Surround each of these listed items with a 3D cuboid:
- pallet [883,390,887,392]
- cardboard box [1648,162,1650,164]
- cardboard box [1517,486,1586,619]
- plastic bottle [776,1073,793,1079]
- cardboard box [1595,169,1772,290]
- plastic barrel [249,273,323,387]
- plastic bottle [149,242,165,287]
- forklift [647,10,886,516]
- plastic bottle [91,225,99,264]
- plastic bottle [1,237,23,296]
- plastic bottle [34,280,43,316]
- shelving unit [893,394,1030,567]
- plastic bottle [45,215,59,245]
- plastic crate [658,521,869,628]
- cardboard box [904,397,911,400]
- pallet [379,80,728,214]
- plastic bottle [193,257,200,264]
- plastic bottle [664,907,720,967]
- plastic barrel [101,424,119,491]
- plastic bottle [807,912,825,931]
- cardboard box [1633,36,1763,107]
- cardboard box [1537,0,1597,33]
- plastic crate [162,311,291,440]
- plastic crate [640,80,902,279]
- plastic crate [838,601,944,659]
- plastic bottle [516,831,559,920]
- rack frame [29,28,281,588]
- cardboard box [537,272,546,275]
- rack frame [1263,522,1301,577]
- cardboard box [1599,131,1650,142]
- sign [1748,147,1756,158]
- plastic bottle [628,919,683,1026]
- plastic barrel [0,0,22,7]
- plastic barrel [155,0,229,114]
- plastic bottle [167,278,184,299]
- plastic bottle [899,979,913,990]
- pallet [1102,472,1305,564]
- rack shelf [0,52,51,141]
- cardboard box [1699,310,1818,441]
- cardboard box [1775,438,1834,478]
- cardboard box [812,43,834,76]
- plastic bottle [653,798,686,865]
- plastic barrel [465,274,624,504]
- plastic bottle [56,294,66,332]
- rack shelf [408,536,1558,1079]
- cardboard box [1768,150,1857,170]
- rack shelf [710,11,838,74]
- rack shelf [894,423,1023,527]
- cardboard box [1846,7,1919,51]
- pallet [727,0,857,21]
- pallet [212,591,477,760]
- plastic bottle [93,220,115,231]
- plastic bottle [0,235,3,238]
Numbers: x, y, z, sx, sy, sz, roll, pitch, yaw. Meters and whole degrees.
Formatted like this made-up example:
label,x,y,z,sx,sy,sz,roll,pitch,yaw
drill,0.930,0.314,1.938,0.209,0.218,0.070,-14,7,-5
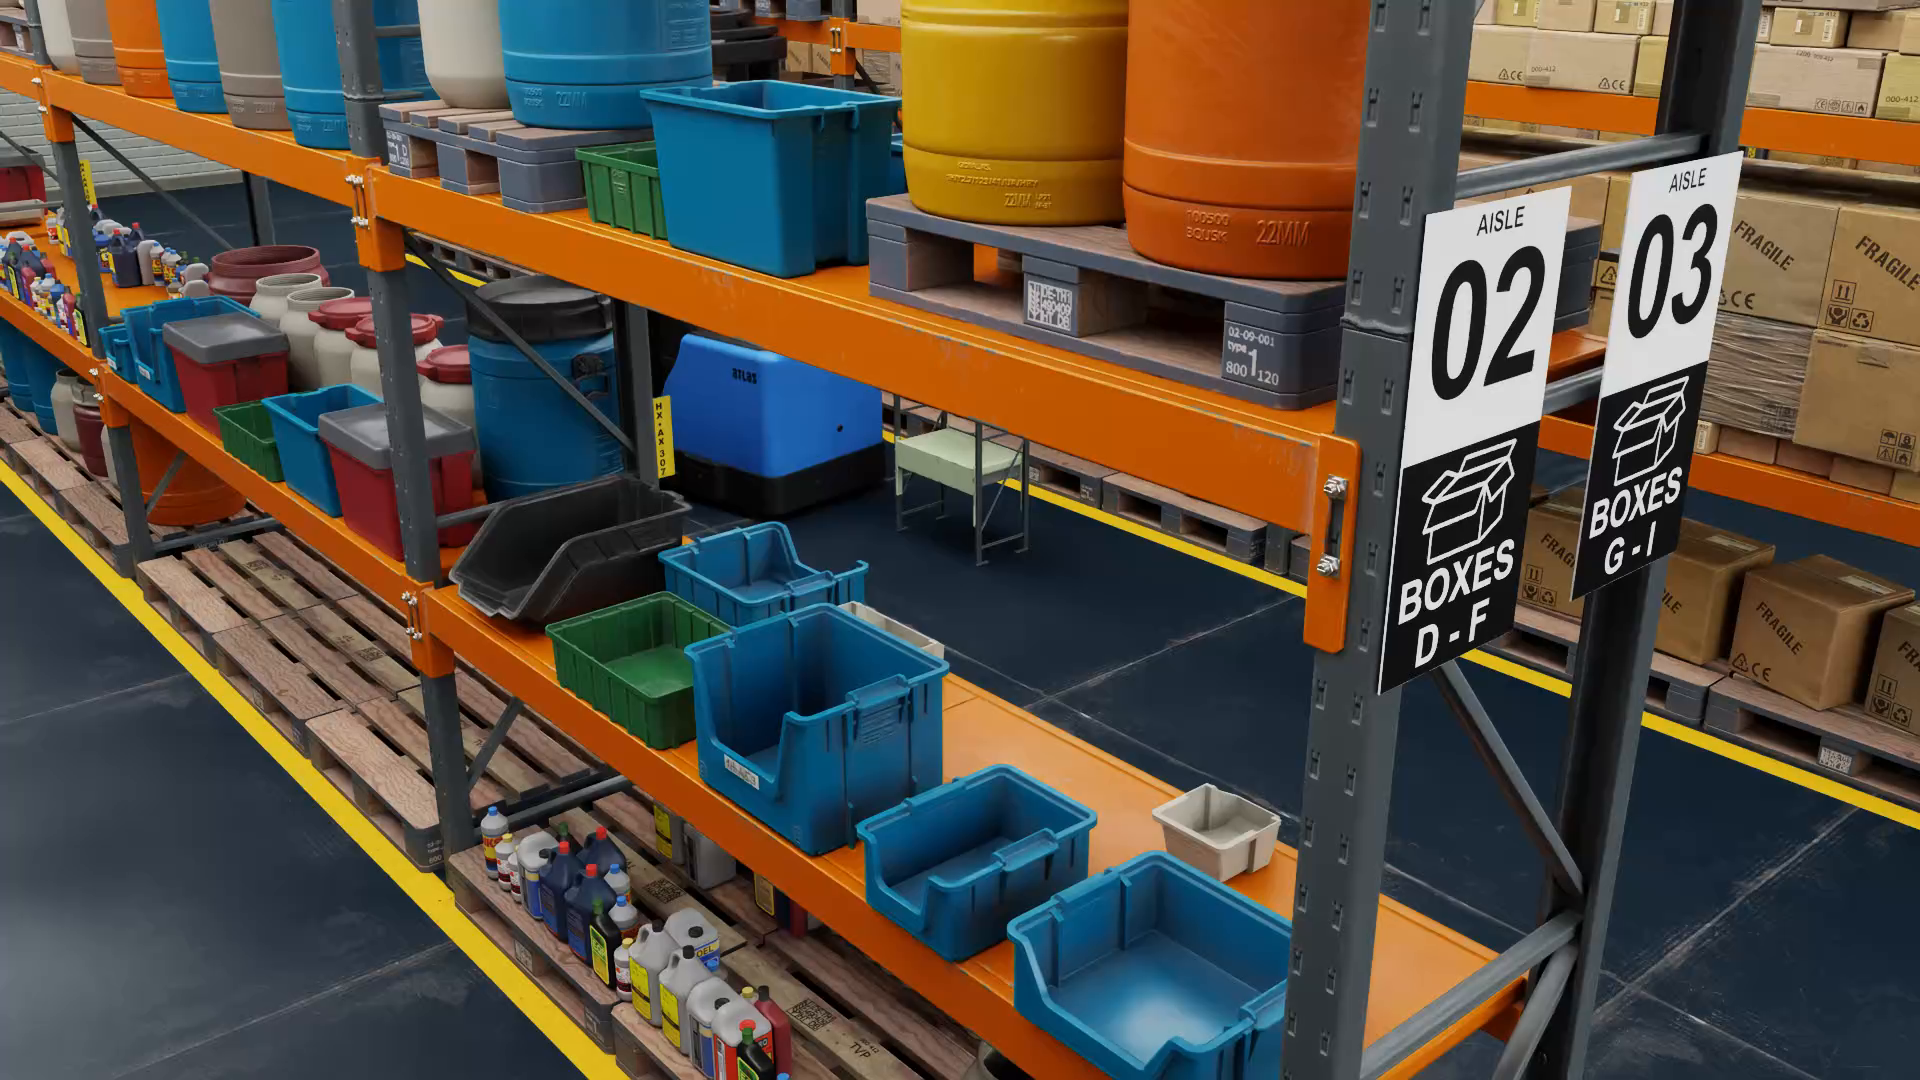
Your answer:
label,x,y,z,sx,sy,sz,roll,pitch,yaw
pallet,-0.911,-1.366,13.182,1.003,0.211,1.213,-17,27,-37
cardboard box,3.313,-1.639,8.139,0.500,0.500,0.500,-17,27,-37
cardboard box,3.233,0.074,8.533,0.500,0.500,0.500,19,29,40
plastic bottle,-0.515,1.656,4.877,0.097,0.201,0.097,0,21,0
cardboard box,3.247,-1.377,7.472,0.500,0.500,0.500,-17,27,-37
plastic barrel,-3.373,-1.068,8.444,0.421,0.512,0.421,0,21,0
plastic bottle,-5.052,-1.744,10.499,0.097,0.271,0.097,0,21,0
forklift,-1.927,-1.941,10.920,3.031,2.935,1.130,18,27,38
plastic bottle,-5.742,-1.950,11.027,0.097,0.271,0.097,0,21,0
plastic bottle,-5.819,-1.694,10.264,0.144,0.351,0.185,-17,27,-37
plastic bottle,-5.386,-1.428,9.790,0.097,0.201,0.097,0,21,0
shelving unit,0.004,-0.697,9.706,0.431,1.500,0.755,-17,27,-37
plastic bottle,-6.397,-2.195,11.748,0.097,0.201,0.097,0,21,0
plastic crate,-0.667,0.166,5.651,0.499,0.251,0.616,-17,27,-37
cardboard box,-0.001,-1.289,11.986,0.700,0.500,0.500,-19,28,-40
pallet,-1.050,-1.277,5.277,1.213,0.211,1.003,-17,27,-37
plastic bottle,-4.598,-1.567,10.032,0.061,0.283,0.133,-17,27,-37
plastic bottle,-0.886,1.368,5.509,0.152,0.276,0.135,-17,27,-37
plastic barrel,-4.974,-0.552,10.117,0.421,0.512,0.421,0,21,0
plastic bottle,-0.517,1.217,5.896,0.152,0.276,0.135,-17,27,-36
cardboard box,3.273,-2.036,7.163,0.500,0.250,0.500,-18,28,-38
cardboard box,2.823,-2.383,7.502,0.380,0.149,0.250,-18,28,-38
plastic crate,-3.383,-0.760,7.723,0.402,0.464,0.583,-17,27,-37
plastic crate,-0.457,-0.883,4.036,0.392,0.384,0.575,-17,27,-37
plastic crate,-0.343,0.367,5.296,0.530,0.136,0.437,-17,27,-37
plastic bottle,-1.487,1.194,5.953,0.152,0.276,0.135,-16,27,-36
rack frame,-4.206,-1.249,9.061,1.000,3.000,0.127,-17,27,-37
cardboard box,-3.435,-2.941,15.718,0.875,0.875,0.875,-17,27,-37
rack frame,2.157,-1.323,9.249,1.000,3.000,0.127,-17,27,-37
cardboard box,5.315,-3.266,12.701,0.700,0.500,0.500,-18,28,-38
sign,5.576,-2.846,11.659,0.100,0.325,0.005,-17,27,-37
plastic bottle,-0.982,1.376,5.387,0.144,0.351,0.185,-18,27,-38
plastic barrel,-5.477,-3.359,9.571,0.433,0.535,0.433,0,21,0
plastic barrel,-2.945,-2.225,6.750,0.600,0.901,0.708,-17,27,-37
plastic bottle,-4.628,-1.446,9.836,0.097,0.201,0.097,0,21,0
plastic bottle,-0.155,1.357,5.545,0.097,0.271,0.097,0,21,0
pallet,1.648,-0.240,10.306,1.003,0.211,1.213,-17,27,-37
rack shelf,-5.511,-2.864,10.056,1.077,0.370,4.000,-17,27,-37
cardboard box,3.719,-0.820,7.419,0.875,0.500,0.500,-17,27,-37
cardboard box,3.778,-0.408,7.258,0.380,0.149,0.250,-17,27,-37
cardboard box,-1.400,-5.645,19.738,0.500,0.500,0.500,-17,27,-37
plastic bottle,-1.065,1.028,6.275,0.144,0.351,0.185,-17,27,-37
plastic barrel,-1.618,-0.556,6.604,0.600,0.901,0.708,-17,27,-37
plastic bottle,-5.069,-1.294,9.447,0.097,0.201,0.097,0,21,0
rack shelf,-0.289,0.743,4.959,1.077,0.370,4.000,-17,27,-37
cardboard box,6.196,-2.939,11.687,0.875,0.550,0.550,-17,27,-37
rack shelf,-1.759,-4.043,13.066,1.077,0.370,4.000,-17,27,-37
rack shelf,0.004,-0.393,9.825,0.431,0.370,0.720,-17,27,-37
cardboard box,3.759,-2.044,6.636,0.380,0.149,0.250,-17,27,-37
pallet,-0.914,-3.902,11.980,1.213,0.211,1.003,-16,26,-35
pallet,-2.937,0.609,8.139,1.003,0.211,1.213,-17,27,-37
plastic bottle,-5.747,-2.024,11.210,0.152,0.276,0.135,-17,27,-37
plastic bottle,-6.482,-1.977,11.191,0.097,0.201,0.097,0,21,0
